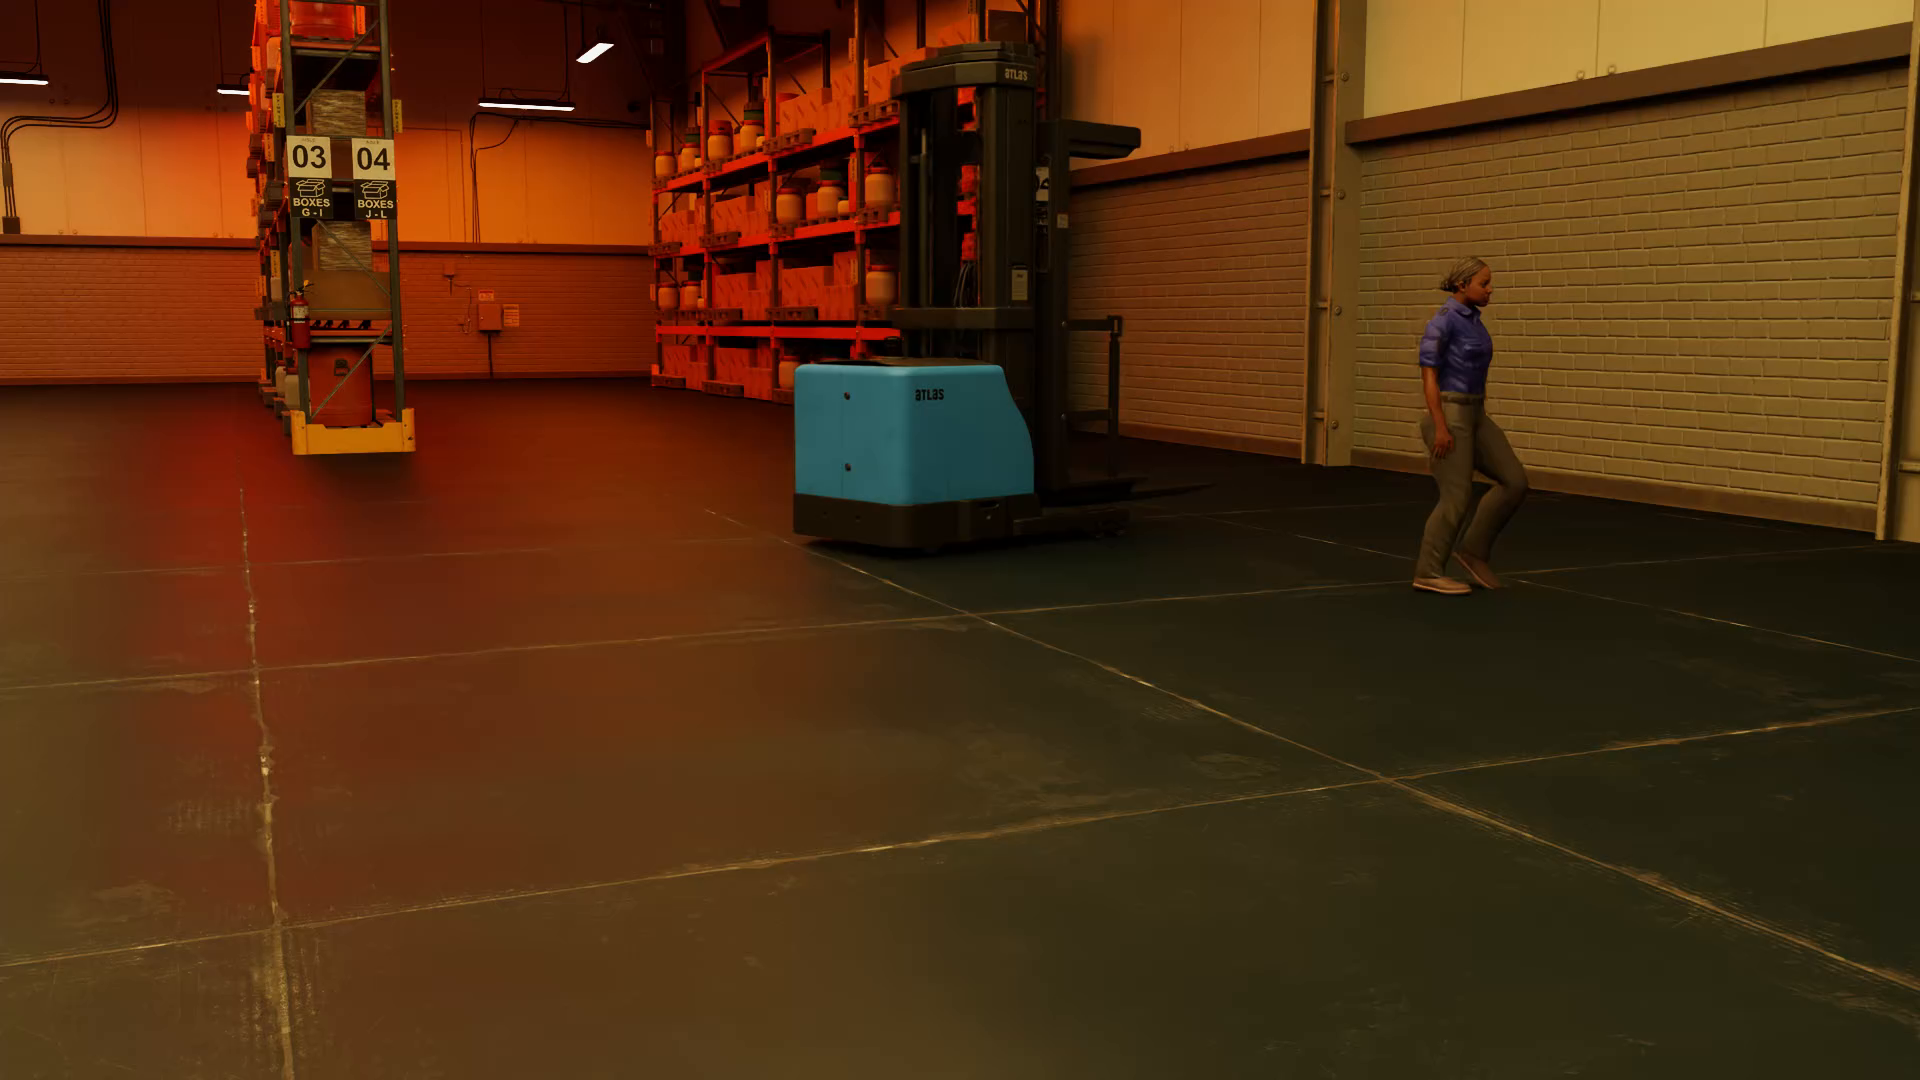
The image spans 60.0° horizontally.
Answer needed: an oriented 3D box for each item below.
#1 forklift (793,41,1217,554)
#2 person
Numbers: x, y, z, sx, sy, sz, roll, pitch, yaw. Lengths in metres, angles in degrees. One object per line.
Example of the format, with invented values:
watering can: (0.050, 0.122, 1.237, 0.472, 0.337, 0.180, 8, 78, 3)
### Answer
forklift: (0.424, -1.514, 10.424, 3.031, 2.935, 1.130, -7, 10, -42)
person: (2.486, -0.542, 8.094, 0.464, 1.661, 0.562, 6, 10, 38)
